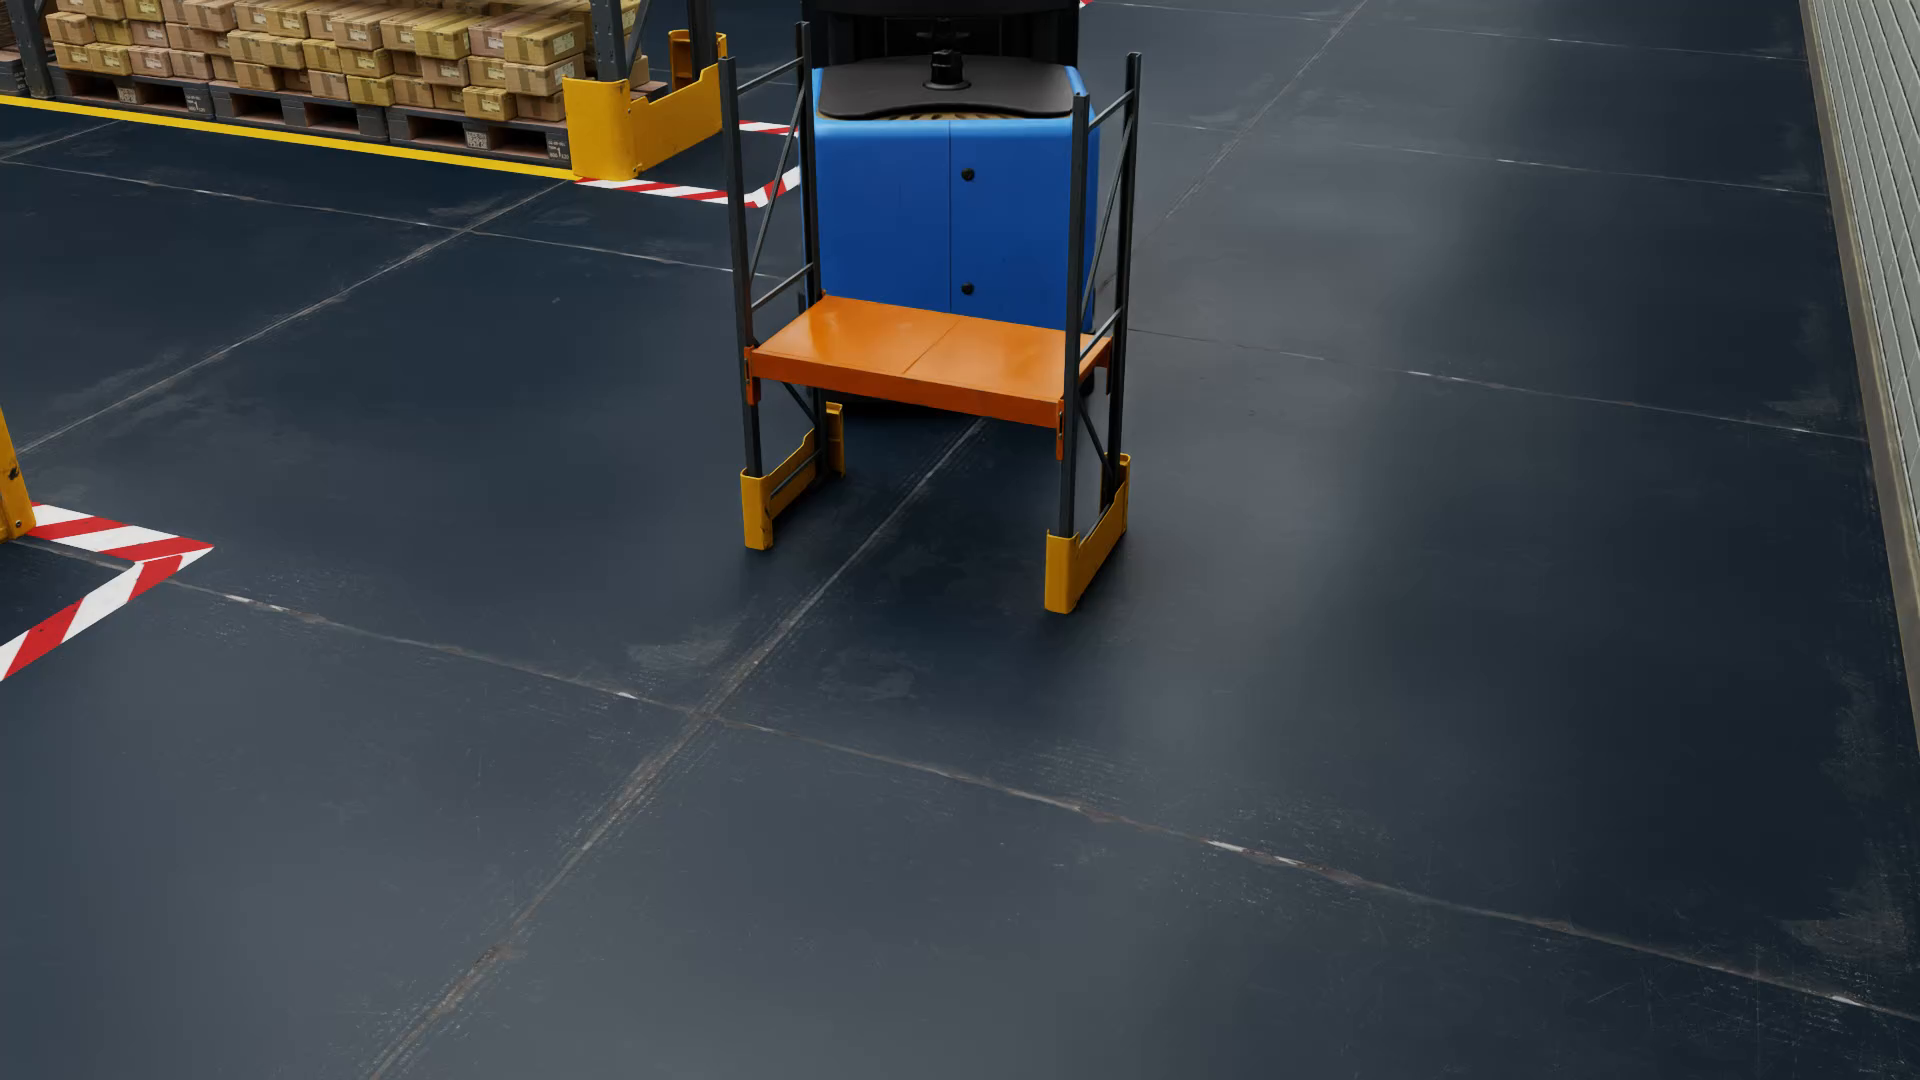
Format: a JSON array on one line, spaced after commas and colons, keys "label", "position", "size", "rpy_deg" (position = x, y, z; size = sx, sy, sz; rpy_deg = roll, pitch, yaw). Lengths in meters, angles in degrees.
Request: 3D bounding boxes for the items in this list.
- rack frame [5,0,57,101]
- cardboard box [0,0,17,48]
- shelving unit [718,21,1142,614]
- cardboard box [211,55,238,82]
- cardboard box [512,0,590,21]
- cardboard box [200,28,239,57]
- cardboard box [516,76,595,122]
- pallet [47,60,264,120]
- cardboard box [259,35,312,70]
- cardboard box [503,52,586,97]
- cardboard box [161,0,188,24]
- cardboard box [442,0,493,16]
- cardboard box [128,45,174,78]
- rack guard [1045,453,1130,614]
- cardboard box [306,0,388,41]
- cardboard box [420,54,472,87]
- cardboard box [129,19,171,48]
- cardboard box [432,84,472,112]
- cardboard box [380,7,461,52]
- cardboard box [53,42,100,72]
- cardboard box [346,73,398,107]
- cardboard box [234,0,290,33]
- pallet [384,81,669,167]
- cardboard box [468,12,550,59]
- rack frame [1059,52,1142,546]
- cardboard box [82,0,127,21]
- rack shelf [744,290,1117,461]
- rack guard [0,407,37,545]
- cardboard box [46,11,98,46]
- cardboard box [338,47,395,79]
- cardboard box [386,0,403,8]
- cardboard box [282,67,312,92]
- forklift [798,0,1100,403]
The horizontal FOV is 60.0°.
[{"label": "rack frame", "position": [-5.281, -4.149, 9.542], "size": [0.127, 3.000, 1.000], "rpy_deg": [11, 31, 19]}, {"label": "cardboard box", "position": [-6.062, -3.266, 10.093], "size": [0.500, 0.500, 0.500], "rpy_deg": [11, 31, 18]}, {"label": "shelving unit", "position": [-0.071, -0.667, 4.906], "size": [1.083, 1.500, 0.587], "rpy_deg": [11, 31, 19]}, {"label": "cardboard box", "position": [-4.052, -2.747, 9.533], "size": [0.250, 0.149, 0.380], "rpy_deg": [10, 31, 17]}, {"label": "cardboard box", "position": [-2.233, -2.858, 9.123], "size": [0.250, 0.149, 0.380], "rpy_deg": [12, 32, 20]}, {"label": "cardboard box", "position": [-4.063, -2.860, 9.429], "size": [0.250, 0.149, 0.380], "rpy_deg": [13, 32, 21]}, {"label": "cardboard box", "position": [-2.141, -2.353, 8.835], "size": [0.250, 0.149, 0.380], "rpy_deg": [12, 32, 20]}, {"label": "pallet", "position": [-4.646, -2.827, 10.037], "size": [1.213, 0.211, 1.003], "rpy_deg": [11, 31, 19]}, {"label": "cardboard box", "position": [-3.634, -2.727, 9.195], "size": [0.250, 0.149, 0.380], "rpy_deg": [12, 31, 20]}, {"label": "cardboard box", "position": [-2.171, -2.448, 8.700], "size": [0.250, 0.149, 0.380], "rpy_deg": [10, 31, 18]}, {"label": "cardboard box", "position": [-4.304, -3.051, 9.466], "size": [0.250, 0.149, 0.380], "rpy_deg": [10, 31, 18]}, {"label": "cardboard box", "position": [-2.680, -2.971, 9.324], "size": [0.250, 0.149, 0.380], "rpy_deg": [10, 31, 17]}, {"label": "cardboard box", "position": [-4.568, -2.805, 9.635], "size": [0.250, 0.149, 0.380], "rpy_deg": [11, 31, 19]}, {"label": "rack guard", "position": [0.391, -0.031, 5.050], "size": [0.087, 0.250, 0.587], "rpy_deg": [11, 31, 19]}, {"label": "cardboard box", "position": [-3.348, -2.855, 9.119], "size": [0.250, 0.149, 0.380], "rpy_deg": [10, 31, 17]}, {"label": "cardboard box", "position": [-2.654, -2.543, 8.869], "size": [0.250, 0.149, 0.380], "rpy_deg": [10, 31, 17]}, {"label": "cardboard box", "position": [-4.558, -2.973, 9.629], "size": [0.250, 0.149, 0.380], "rpy_deg": [11, 31, 19]}, {"label": "cardboard box", "position": [-2.630, -2.443, 8.993], "size": [0.250, 0.149, 0.380], "rpy_deg": [11, 31, 19]}, {"label": "cardboard box", "position": [-2.876, -2.732, 8.900], "size": [0.250, 0.149, 0.380], "rpy_deg": [10, 31, 17]}, {"label": "cardboard box", "position": [-5.065, -2.877, 9.762], "size": [0.250, 0.149, 0.380], "rpy_deg": [10, 31, 17]}, {"label": "cardboard box", "position": [-3.124, -2.501, 9.097], "size": [0.250, 0.149, 0.380], "rpy_deg": [10, 31, 17]}, {"label": "cardboard box", "position": [-3.815, -2.954, 9.294], "size": [0.250, 0.149, 0.380], "rpy_deg": [10, 31, 17]}, {"label": "pallet", "position": [-2.385, -2.376, 9.238], "size": [1.213, 0.211, 1.003], "rpy_deg": [11, 31, 19]}, {"label": "cardboard box", "position": [-2.372, -2.665, 8.782], "size": [0.250, 0.149, 0.380], "rpy_deg": [12, 32, 20]}, {"label": "rack frame", "position": [0.392, -0.575, 4.743], "size": [0.032, 1.500, 0.500], "rpy_deg": [11, 31, 19]}, {"label": "cardboard box", "position": [-4.807, -3.114, 9.576], "size": [0.250, 0.149, 0.380], "rpy_deg": [13, 32, 22]}, {"label": "rack shelf", "position": [-0.079, -0.512, 4.997], "size": [1.000, 0.185, 0.538], "rpy_deg": [11, 31, 19]}, {"label": "rack guard", "position": [-3.320, -0.041, 4.814], "size": [0.348, 0.500, 1.175], "rpy_deg": [11, 31, 19]}, {"label": "cardboard box", "position": [-5.066, -3.007, 9.690], "size": [0.250, 0.149, 0.380], "rpy_deg": [13, 32, 21]}, {"label": "cardboard box", "position": [-3.138, -2.633, 9.028], "size": [0.250, 0.149, 0.380], "rpy_deg": [12, 32, 20]}, {"label": "cardboard box", "position": [-3.160, -3.096, 9.545], "size": [0.250, 0.149, 0.380], "rpy_deg": [12, 32, 20]}, {"label": "cardboard box", "position": [-3.575, -2.642, 9.346], "size": [0.250, 0.149, 0.380], "rpy_deg": [12, 32, 21]}, {"label": "forklift", "position": [-0.085, -2.455, 6.614], "size": [1.130, 2.935, 3.031], "rpy_deg": [-1, 29, -2]}]
